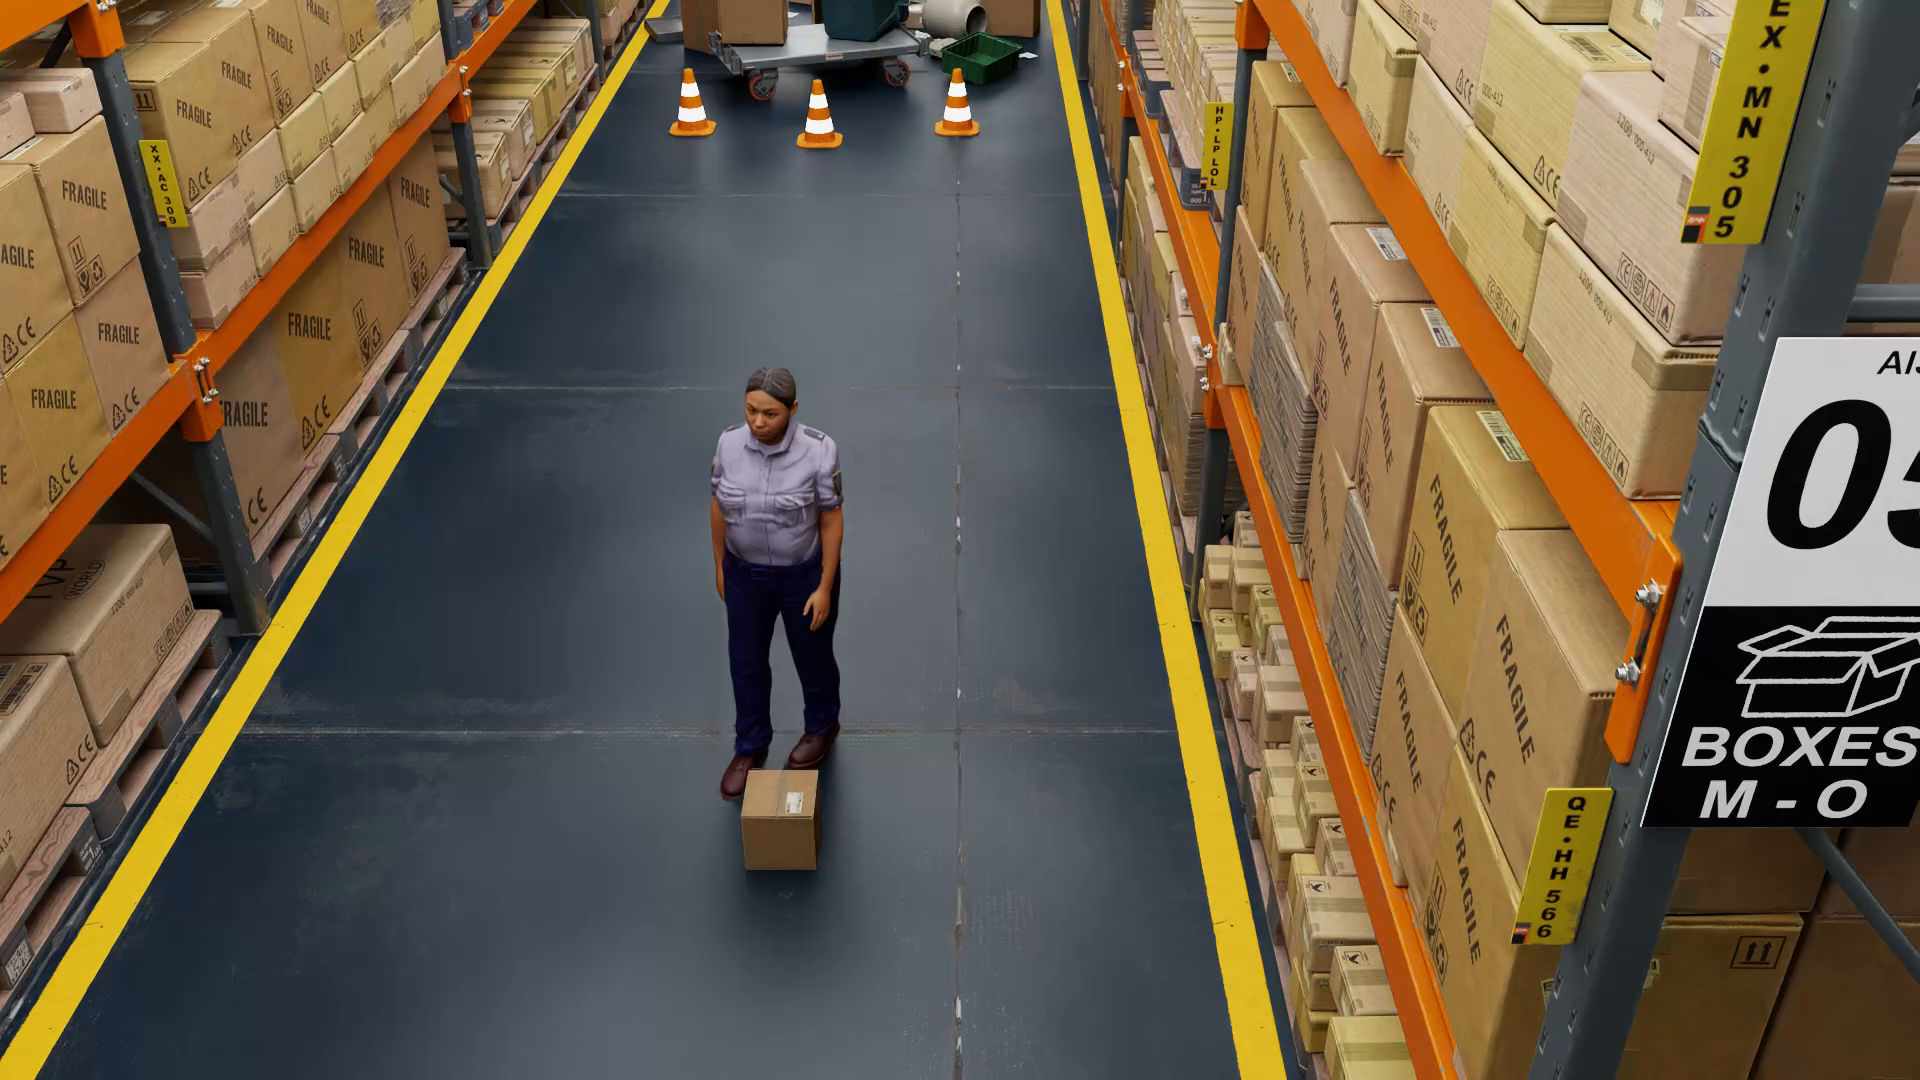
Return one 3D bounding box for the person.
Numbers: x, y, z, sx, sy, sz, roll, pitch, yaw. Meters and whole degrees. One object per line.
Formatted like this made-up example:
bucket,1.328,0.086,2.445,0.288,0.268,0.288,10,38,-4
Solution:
person,-0.652,0.153,5.900,0.495,1.668,0.491,7,32,11
